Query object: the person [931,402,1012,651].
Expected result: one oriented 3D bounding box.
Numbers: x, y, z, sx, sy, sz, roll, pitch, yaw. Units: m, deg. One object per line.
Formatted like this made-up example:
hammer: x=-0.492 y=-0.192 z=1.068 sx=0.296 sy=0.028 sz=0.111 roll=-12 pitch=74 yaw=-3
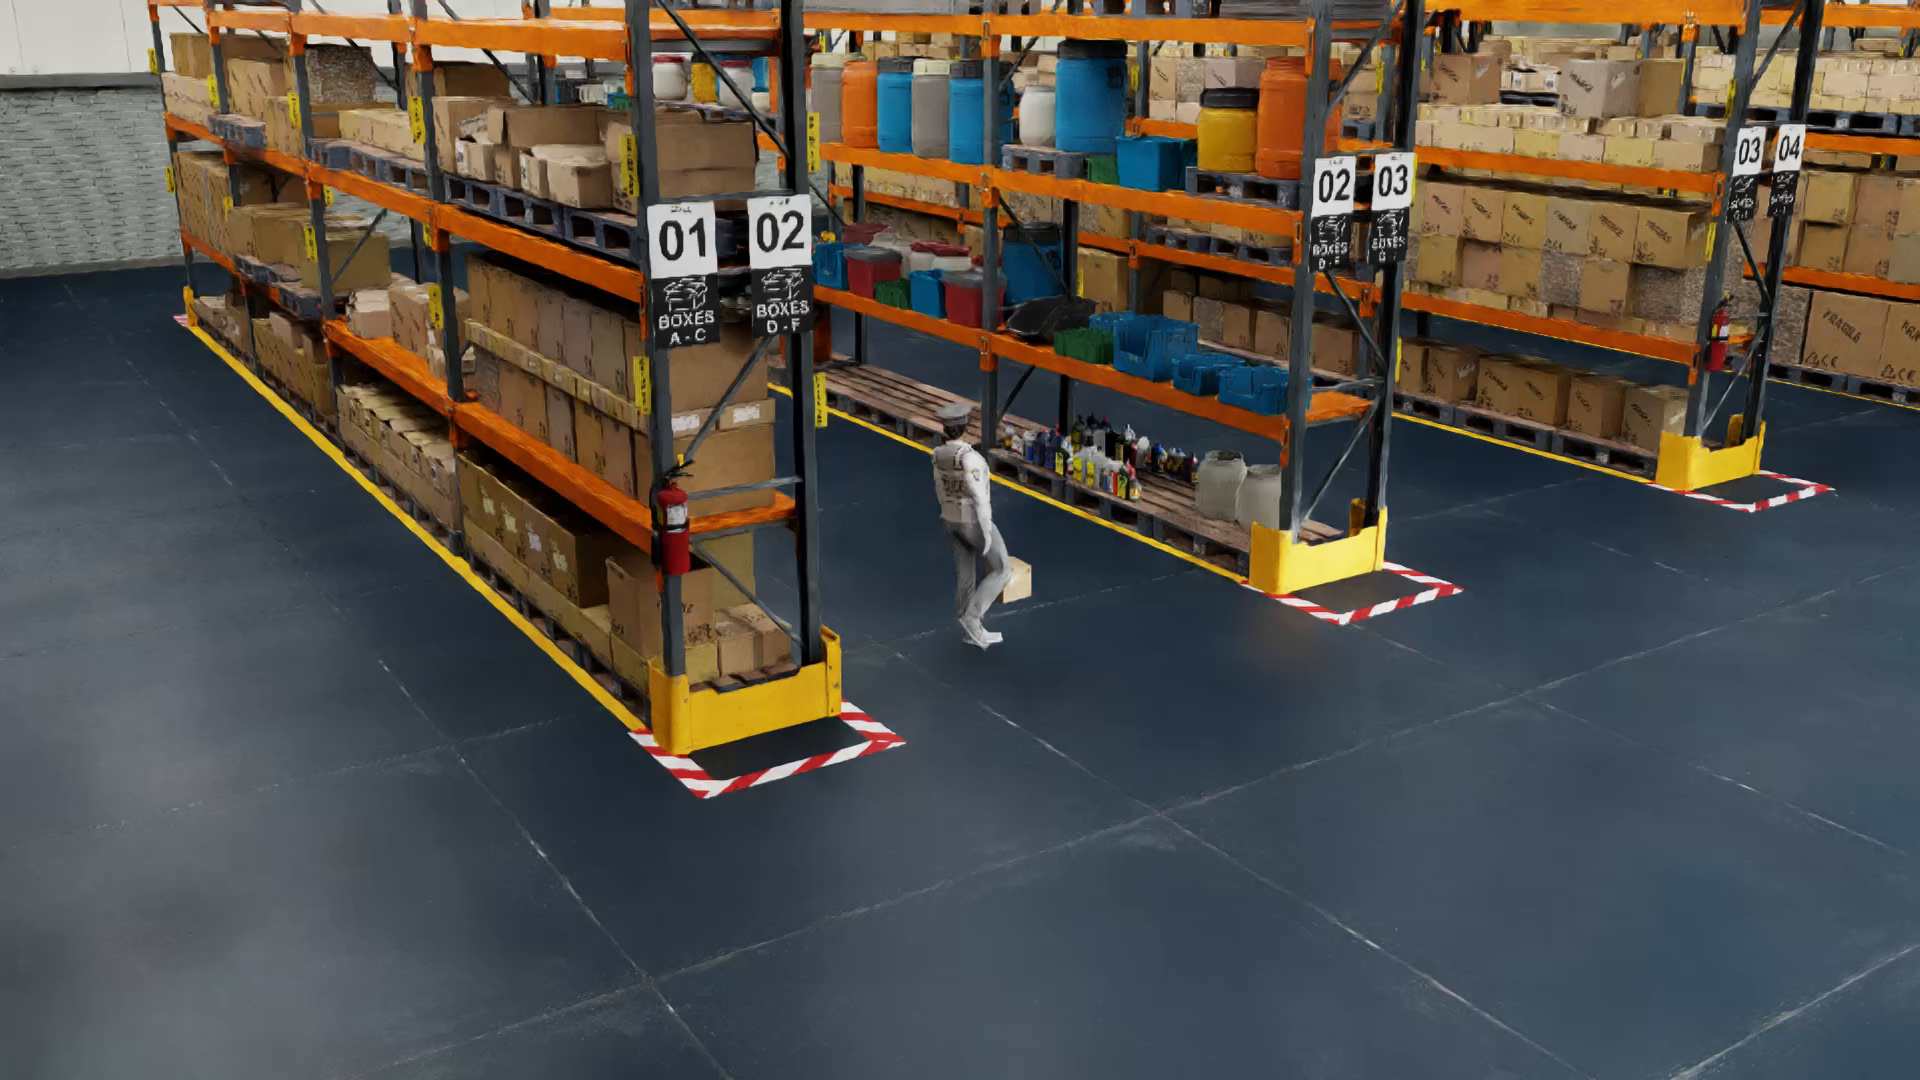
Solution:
person: x=0.069 y=-0.080 z=11.271 sx=0.424 sy=1.667 sz=0.607 roll=-15 pitch=23 yaw=-38
